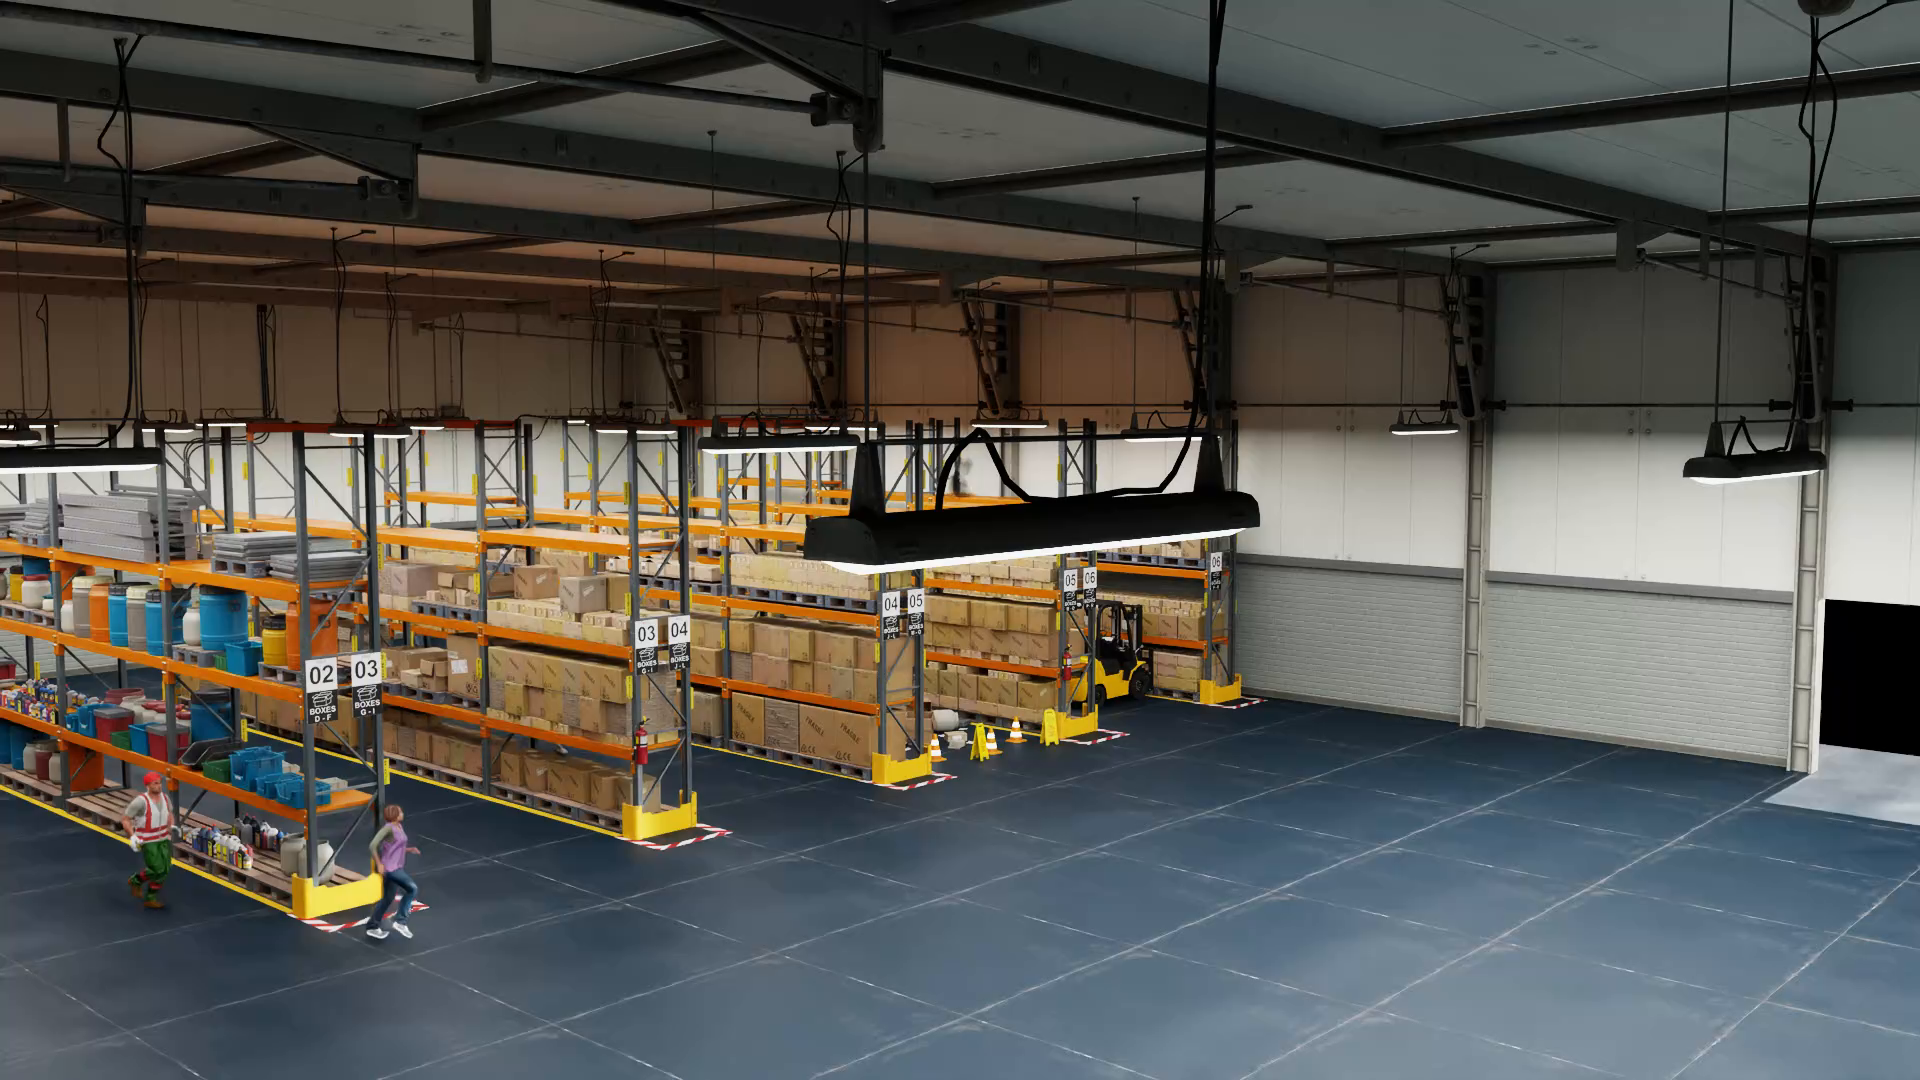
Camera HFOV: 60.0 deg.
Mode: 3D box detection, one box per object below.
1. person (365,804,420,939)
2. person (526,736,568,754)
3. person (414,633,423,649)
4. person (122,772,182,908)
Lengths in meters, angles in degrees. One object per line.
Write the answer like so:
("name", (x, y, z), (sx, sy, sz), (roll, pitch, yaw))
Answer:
("person", (-6.735, 3.913, 19.747), (0.639, 1.568, 0.525), (-1, 5, -11))
("person", (-7.486, 3.002, 30.120), (0.924, 1.686, 0.613), (3, 5, 30))
("person", (-13.136, 2.180, 40.023), (0.682, 1.724, 0.642), (3, 5, 30))
("person", (-10.119, 3.763, 20.853), (0.635, 1.731, 0.659), (2, 5, 23))
